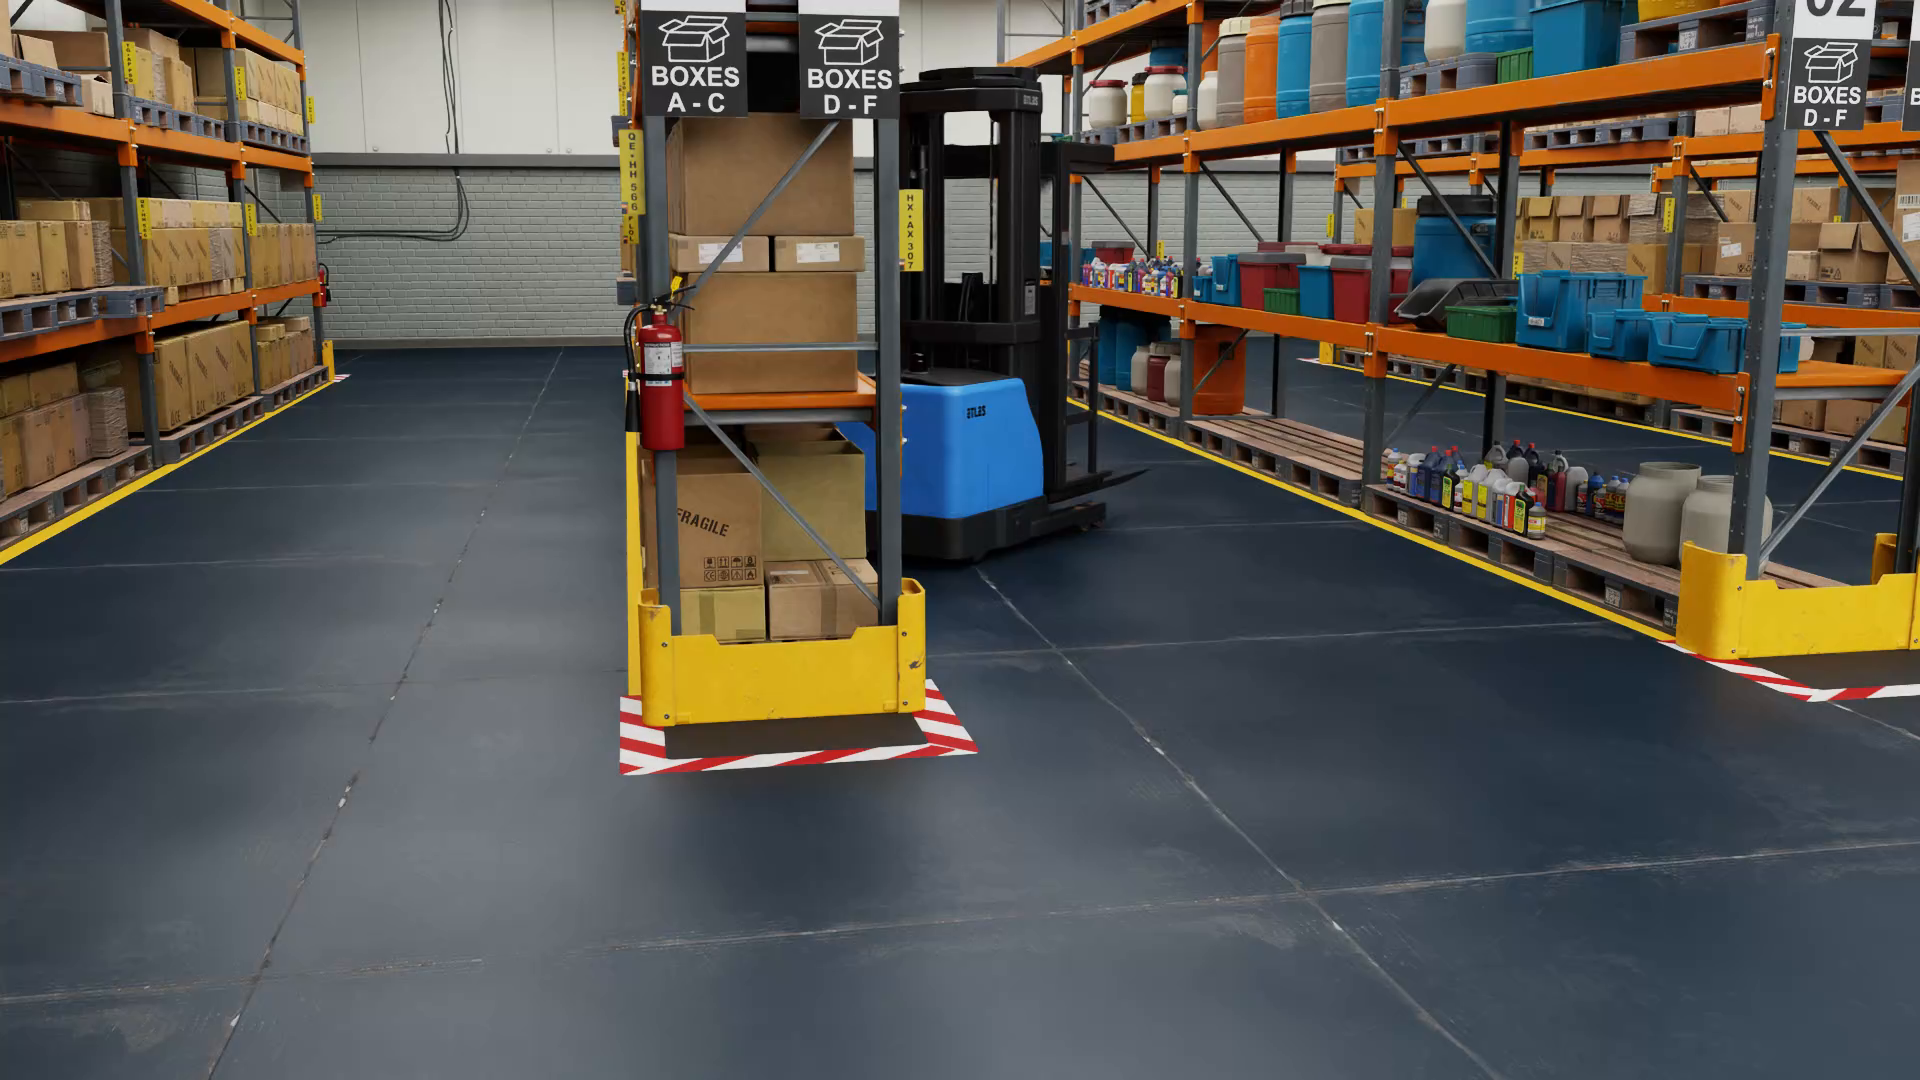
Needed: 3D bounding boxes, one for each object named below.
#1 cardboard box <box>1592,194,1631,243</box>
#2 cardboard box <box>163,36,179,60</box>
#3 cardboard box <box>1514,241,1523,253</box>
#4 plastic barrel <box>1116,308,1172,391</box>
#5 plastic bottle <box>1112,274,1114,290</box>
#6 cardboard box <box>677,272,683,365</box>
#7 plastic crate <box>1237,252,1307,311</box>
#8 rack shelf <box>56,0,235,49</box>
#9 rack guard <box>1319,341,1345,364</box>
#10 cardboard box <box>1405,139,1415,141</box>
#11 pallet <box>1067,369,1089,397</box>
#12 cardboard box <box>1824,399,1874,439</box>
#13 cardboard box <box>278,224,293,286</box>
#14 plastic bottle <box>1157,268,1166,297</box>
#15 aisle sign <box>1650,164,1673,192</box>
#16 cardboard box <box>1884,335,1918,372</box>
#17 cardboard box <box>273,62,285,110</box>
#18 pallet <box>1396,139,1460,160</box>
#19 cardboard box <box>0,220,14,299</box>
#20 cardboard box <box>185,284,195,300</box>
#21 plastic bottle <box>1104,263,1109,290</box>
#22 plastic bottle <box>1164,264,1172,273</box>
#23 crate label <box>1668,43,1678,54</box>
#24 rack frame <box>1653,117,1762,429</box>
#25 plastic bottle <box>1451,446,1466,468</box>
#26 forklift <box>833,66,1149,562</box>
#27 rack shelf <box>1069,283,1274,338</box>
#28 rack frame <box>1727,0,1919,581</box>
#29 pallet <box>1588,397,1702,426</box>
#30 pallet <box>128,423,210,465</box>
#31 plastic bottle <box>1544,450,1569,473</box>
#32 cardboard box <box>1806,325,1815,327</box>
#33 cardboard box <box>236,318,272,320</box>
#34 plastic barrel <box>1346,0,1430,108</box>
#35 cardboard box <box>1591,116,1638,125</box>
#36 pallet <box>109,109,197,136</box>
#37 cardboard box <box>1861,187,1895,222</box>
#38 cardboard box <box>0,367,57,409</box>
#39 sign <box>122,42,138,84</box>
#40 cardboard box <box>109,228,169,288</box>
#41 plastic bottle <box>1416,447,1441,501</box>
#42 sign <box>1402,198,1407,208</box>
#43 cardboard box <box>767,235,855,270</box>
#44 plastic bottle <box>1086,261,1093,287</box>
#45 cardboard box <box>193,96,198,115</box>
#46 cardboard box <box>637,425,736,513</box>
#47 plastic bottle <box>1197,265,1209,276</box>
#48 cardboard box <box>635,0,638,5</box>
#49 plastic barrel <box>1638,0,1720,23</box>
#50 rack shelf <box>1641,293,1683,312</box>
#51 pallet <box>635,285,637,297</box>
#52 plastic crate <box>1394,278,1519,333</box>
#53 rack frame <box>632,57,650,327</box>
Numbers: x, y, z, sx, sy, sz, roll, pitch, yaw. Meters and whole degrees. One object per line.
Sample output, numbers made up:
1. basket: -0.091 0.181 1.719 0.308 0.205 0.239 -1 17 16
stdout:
1. cardboard box: 7.166 -3.396 17.569 0.797 0.503 0.637 -2 11 -10
2. cardboard box: -7.895 -4.734 16.077 0.500 0.250 0.500 -1 11 -7
3. cardboard box: 6.581 -3.197 19.205 0.500 0.500 0.500 -2 11 -11
4. plastic barrel: 2.007 -2.099 18.191 0.600 0.901 0.708 -2 11 -11
5. plastic bottle: 1.672 -2.765 17.734 0.097 0.201 0.097 0 11 0
6. cardboard box: -1.022 -1.096 8.165 0.700 0.500 0.500 -2 11 -11
7. plastic crate: 2.572 -2.144 13.768 0.402 0.464 0.583 -2 11 -11
8. rack shelf: -7.549 -4.824 14.967 1.077 0.370 4.000 -2 11 -11
9. rack guard: 5.856 -2.844 24.301 1.175 0.500 0.348 -2 11 -11
10. cardboard box: 6.153 -5.551 22.161 0.700 0.500 0.500 -3 11 -15
11. pallet: 1.599 -1.917 20.206 1.003 0.211 1.213 -2 11 -11
12. cardboard box: 7.913 -1.159 14.272 0.700 0.500 0.500 -3 11 -16
13. cardboard box: -8.315 -3.308 19.252 0.980 0.700 0.700 -3 11 -14
14. plastic bottle: 1.974 -2.515 16.234 0.097 0.271 0.097 0 11 0
15. aisle sign: 10.437 -5.509 24.665 0.394 0.787 0.004 -2 11 -11
16. cardboard box: 11.511 -2.232 19.963 0.500 0.500 0.500 -2 11 -8
17. cardboard box: -8.109 -5.239 19.181 0.500 0.500 0.500 -3 11 -14
18. pallet: 6.256 -5.138 21.881 1.003 0.211 1.213 -2 11 -11
19. cardboard box: -6.549 -1.789 10.628 0.700 0.500 0.500 -1 11 -5
20. cardboard box: -7.306 -2.296 15.356 0.380 0.149 0.250 -2 11 -11
21. plastic bottle: 1.606 -2.851 17.964 0.061 0.283 0.133 -2 11 -11
22. plastic bottle: 2.250 -2.838 17.928 0.097 0.271 0.097 0 11 0
23. crate label: 4.074 -2.709 9.281 0.502 0.251 0.408 -2 11 -11
24. rack frame: 7.416 -2.600 16.336 1.000 3.000 0.127 -2 11 -11
25. plastic bottle: 3.227 -0.443 10.912 0.144 0.351 0.185 -2 11 -11
26. forklift: 0.326 -1.540 10.950 1.130 2.935 3.031 6 13 31
27. rack shelf: 2.169 -2.434 17.384 1.077 0.370 4.000 -2 11 -11
28. rack frame: 4.114 -0.953 7.680 1.000 3.000 0.127 -2 11 -11
29. pallet: 7.337 -1.378 17.370 1.003 0.211 1.213 -2 11 -11
30. pallet: -7.239 -0.837 14.531 1.003 0.211 1.213 -2 11 -11
31. plastic bottle: 3.844 -0.399 10.680 0.144 0.351 0.185 -2 11 -11
32. cardboard box: 11.494 -2.809 22.341 0.380 0.149 0.250 -2 11 -12
33. cardboard box: -8.603 -2.622 20.278 0.380 0.149 0.250 -2 11 -11
34. plastic barrel: 3.024 -3.492 11.656 0.600 0.901 0.708 -2 11 -11
35. cardboard box: 6.973 -4.594 17.395 0.500 0.500 0.500 -2 11 -8
36. pallet: -7.557 -3.762 14.921 1.003 0.211 1.213 -2 11 -8
37. cardboard box: 11.675 -4.274 21.391 0.500 0.500 0.500 -2 11 -10
38. cardboard box: -6.814 -1.085 11.879 0.500 0.250 0.500 -2 11 -11
39. sign: -6.627 -3.807 13.269 0.100 0.325 0.005 -2 11 -11
40. cardboard box: -7.003 -2.363 13.974 0.500 0.500 0.500 -2 11 -9
41. plastic bottle: 3.086 -0.438 10.884 0.144 0.351 0.185 -2 11 -9
42. sign: 6.395 -4.770 24.004 0.100 0.325 0.005 -2 11 -11
43. cardboard box: -0.665 -1.269 7.341 0.380 0.149 0.250 -2 11 -12
44. plastic bottle: 1.459 -2.989 18.691 0.061 0.283 0.133 -2 11 -11
45. cardboard box: -8.301 -4.566 17.650 0.500 0.250 0.500 -2 11 -10
46. cardboard box: -1.447 -0.360 8.788 0.500 0.500 0.500 -2 11 -11
47. plastic bottle: 2.521 -2.705 17.216 0.152 0.276 0.135 -2 11 -11
48. cardboard box: -1.327 -3.000 8.639 0.797 0.503 0.637 -1 11 -5
49. plastic barrel: 3.768 -2.930 8.417 0.600 0.588 0.600 0 11 0
50. rack shelf: 7.027 -2.614 18.330 1.077 0.370 4.000 -2 11 -11
51. pallet: -2.684 -2.503 16.337 1.003 0.211 1.213 -2 11 -11
52. plastic crate: 3.313 -1.555 11.012 0.767 0.338 0.504 -2 11 -11
53. rack frame: -1.523 -1.507 10.592 1.000 3.000 0.127 -2 11 -11
